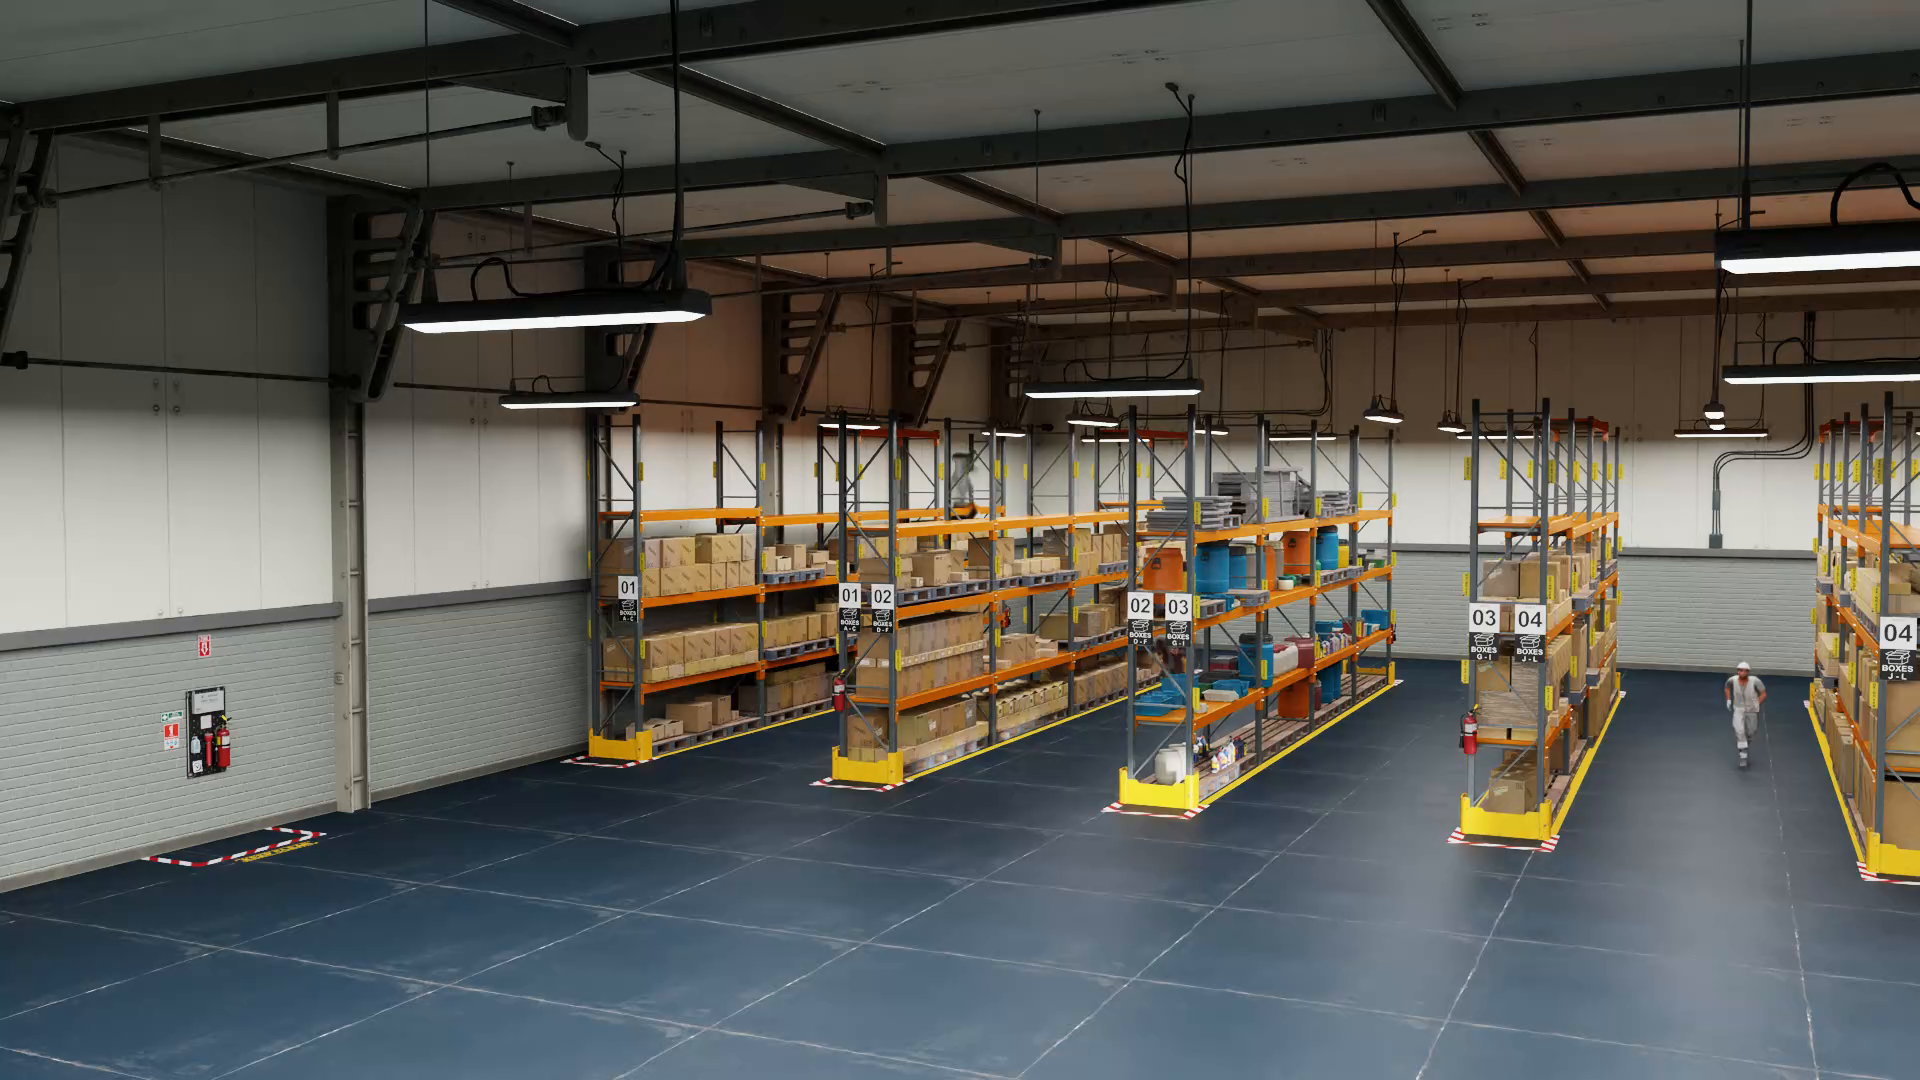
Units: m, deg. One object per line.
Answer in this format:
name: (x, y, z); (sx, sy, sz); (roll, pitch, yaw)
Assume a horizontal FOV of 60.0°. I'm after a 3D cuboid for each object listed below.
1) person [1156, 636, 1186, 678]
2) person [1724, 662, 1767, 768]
person: (4.446, 2.703, 34.902); (0.682, 1.794, 1.026); (1, 2, 12)
person: (13.454, 2.956, 28.499); (0.659, 1.771, 1.077); (1, 3, 26)
